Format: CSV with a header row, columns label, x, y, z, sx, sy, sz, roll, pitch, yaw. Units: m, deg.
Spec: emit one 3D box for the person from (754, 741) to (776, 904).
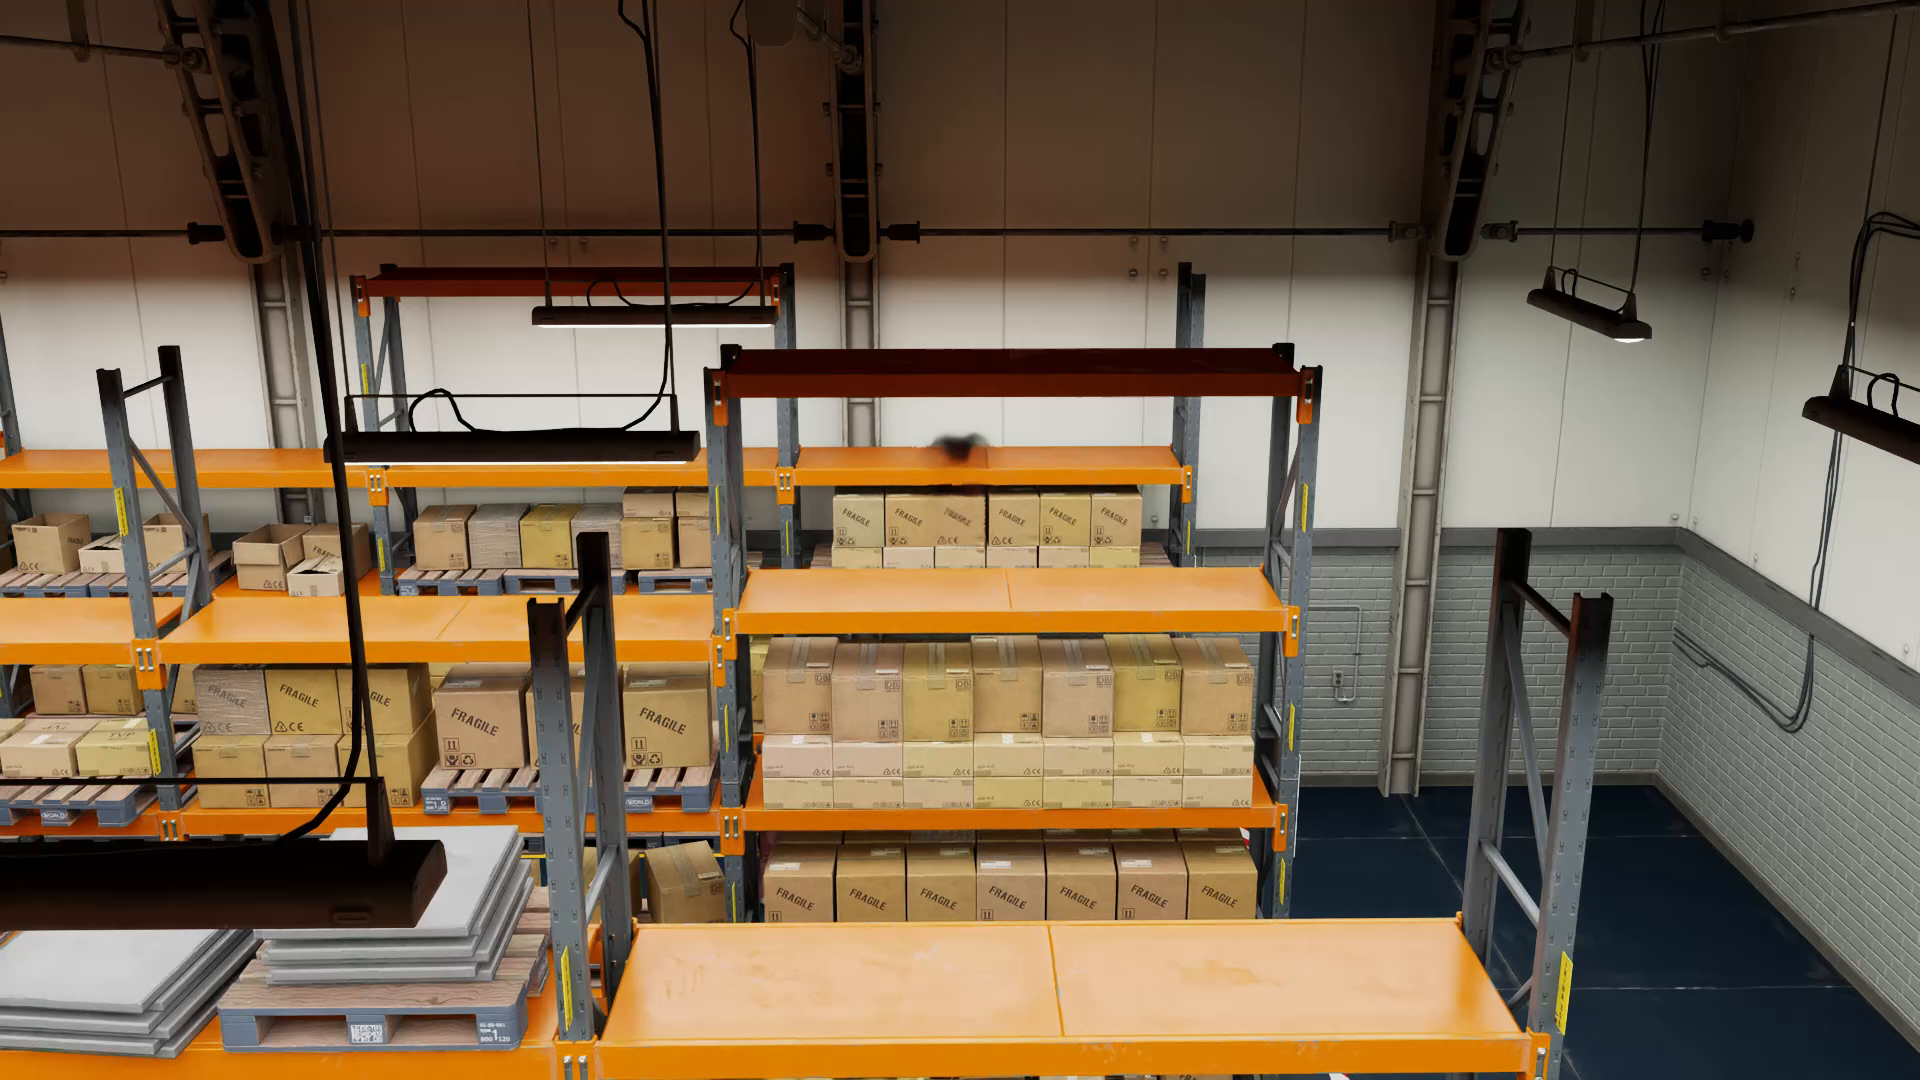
label,x,y,z,sx,sy,sz,roll,pitch,yaw
person,-1.991,2.749,16.169,0.582,1.703,0.414,-3,16,-10
